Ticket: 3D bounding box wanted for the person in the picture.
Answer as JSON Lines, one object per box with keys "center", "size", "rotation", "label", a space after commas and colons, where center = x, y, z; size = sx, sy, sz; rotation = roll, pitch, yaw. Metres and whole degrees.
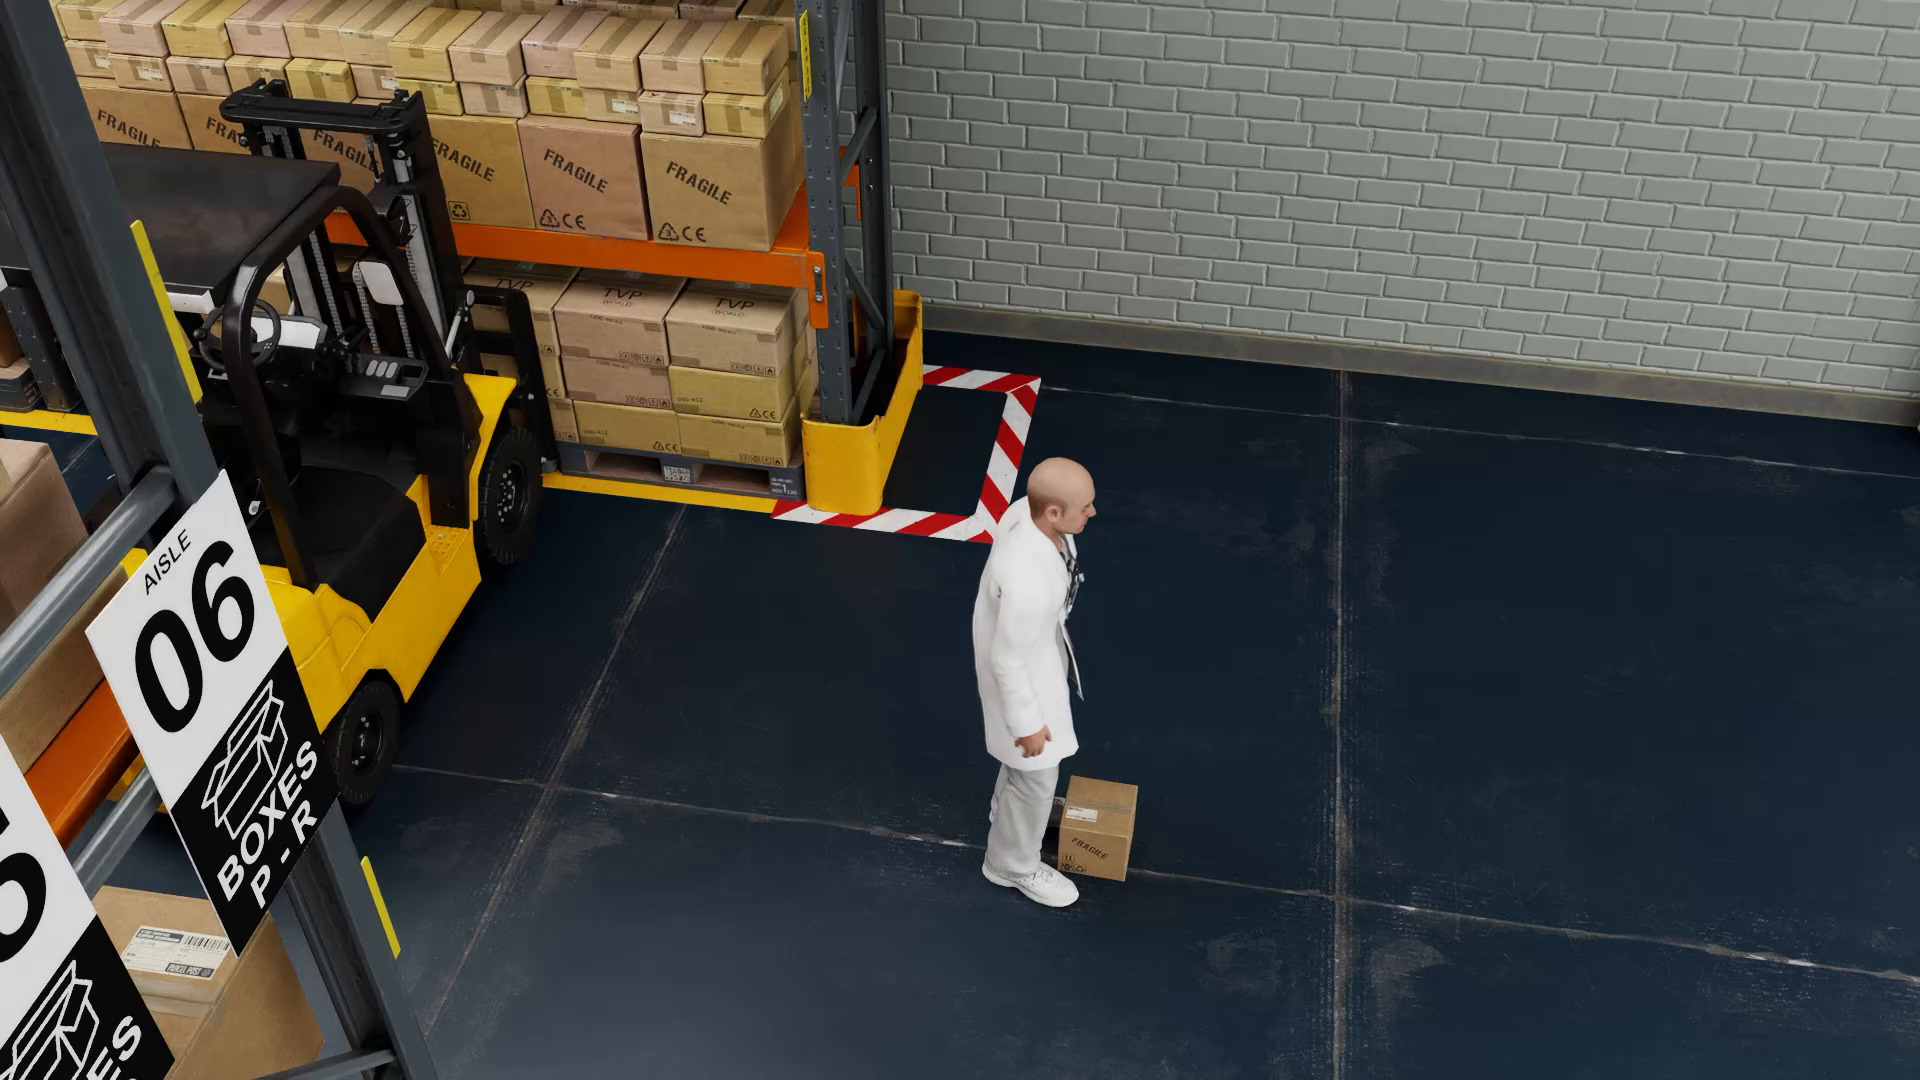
{"center": [0.257, 0.453, 5.629], "size": [0.427, 1.773, 0.642], "rotation": [7, 40, 8], "label": "person"}
